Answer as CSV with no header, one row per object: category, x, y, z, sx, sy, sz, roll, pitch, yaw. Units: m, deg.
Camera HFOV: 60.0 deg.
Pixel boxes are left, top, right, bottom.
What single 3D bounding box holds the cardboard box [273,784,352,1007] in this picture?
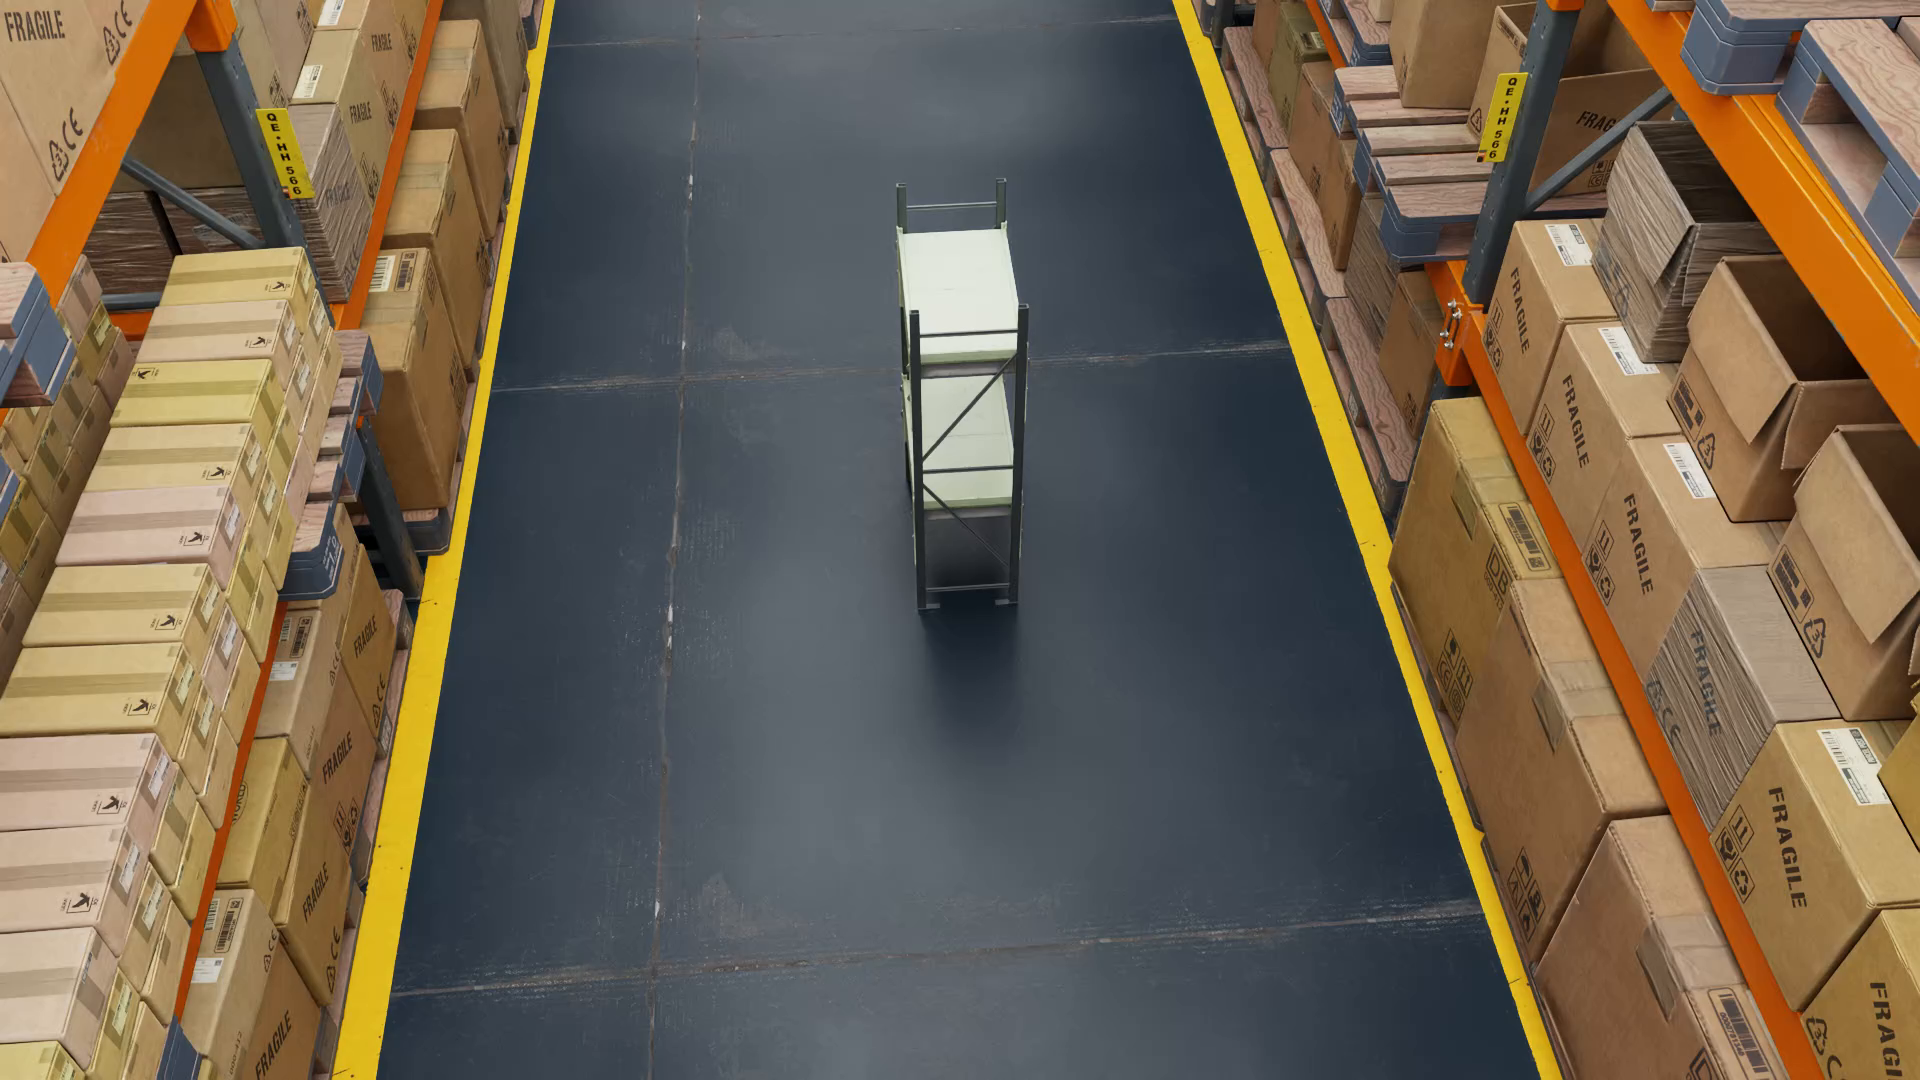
cardboard box,-2.245,1.133,5.180,0.500,0.500,0.500,-5,47,-5

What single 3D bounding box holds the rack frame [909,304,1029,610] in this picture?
rack frame,0.030,-0.256,6.096,0.400,1.500,0.023,-3,47,-3

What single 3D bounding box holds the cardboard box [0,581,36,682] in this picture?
cardboard box,-2.730,0.255,4.463,0.380,0.149,0.250,-2,47,-2

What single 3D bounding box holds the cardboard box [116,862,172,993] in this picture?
cardboard box,-1.993,0.863,3.682,0.380,0.149,0.250,-2,47,-2

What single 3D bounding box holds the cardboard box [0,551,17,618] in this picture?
cardboard box,-2.729,0.153,4.354,0.380,0.149,0.250,-3,47,-3

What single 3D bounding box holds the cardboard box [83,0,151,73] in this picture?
cardboard box,-2.360,-1.468,4.076,0.500,0.500,0.500,-3,47,-3

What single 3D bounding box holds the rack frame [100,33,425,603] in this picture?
rack frame,-2.661,-0.800,5.578,1.000,3.000,0.127,-3,47,-3

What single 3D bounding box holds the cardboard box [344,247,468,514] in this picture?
cardboard box,-2.622,-0.617,6.665,1.050,0.750,0.750,-4,47,-4

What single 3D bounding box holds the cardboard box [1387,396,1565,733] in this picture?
cardboard box,2.327,0.058,5.940,1.225,0.875,0.875,-5,47,-5

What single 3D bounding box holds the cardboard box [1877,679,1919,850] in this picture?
cardboard box,2.518,0.527,3.561,0.797,0.503,0.637,-3,47,-3

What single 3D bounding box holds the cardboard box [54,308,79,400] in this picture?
cardboard box,-2.790,-0.522,4.789,0.380,0.149,0.250,-5,47,-4

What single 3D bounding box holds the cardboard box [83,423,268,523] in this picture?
cardboard box,-2.096,-0.172,4.457,0.380,0.149,0.250,-2,47,-2

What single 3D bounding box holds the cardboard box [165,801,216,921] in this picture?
cardboard box,-2.015,0.778,3.967,0.380,0.149,0.250,-4,47,-4

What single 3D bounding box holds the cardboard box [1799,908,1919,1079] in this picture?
cardboard box,2.279,1.151,3.662,0.500,0.500,0.500,-2,47,-2

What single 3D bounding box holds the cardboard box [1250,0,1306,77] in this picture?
cardboard box,1.985,-2.769,8.861,0.700,0.500,0.500,-7,47,-6

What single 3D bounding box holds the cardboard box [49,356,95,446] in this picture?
cardboard box,-2.796,-0.402,4.881,0.380,0.149,0.250,-1,47,-1

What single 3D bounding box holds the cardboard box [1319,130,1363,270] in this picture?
cardboard box,2.101,-1.614,7.768,0.700,0.500,0.500,0,47,0

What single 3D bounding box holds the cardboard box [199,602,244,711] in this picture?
cardboard box,-2.056,0.302,4.213,0.380,0.149,0.250,-2,47,-2

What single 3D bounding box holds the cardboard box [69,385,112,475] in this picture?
cardboard box,-2.802,-0.328,5.015,0.380,0.149,0.250,-1,47,-1

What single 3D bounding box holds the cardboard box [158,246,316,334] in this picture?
cardboard box,-2.163,-0.736,4.992,0.380,0.149,0.250,-5,47,-5

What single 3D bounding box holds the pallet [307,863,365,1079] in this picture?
pallet,-2.498,1.605,5.221,1.003,0.211,1.213,-3,47,-3

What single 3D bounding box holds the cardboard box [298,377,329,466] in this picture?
cardboard box,-2.142,-0.350,5.035,0.380,0.149,0.250,-4,47,-3

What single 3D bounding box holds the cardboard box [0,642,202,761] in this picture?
cardboard box,-2.036,0.388,3.927,0.380,0.149,0.250,-2,47,-2

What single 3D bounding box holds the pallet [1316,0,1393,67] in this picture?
pallet,2.084,-2.392,7.218,1.003,0.211,1.213,-3,47,-3

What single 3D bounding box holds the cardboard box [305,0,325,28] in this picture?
cardboard box,-2.777,-2.241,6.185,0.700,0.500,0.500,-4,47,-4

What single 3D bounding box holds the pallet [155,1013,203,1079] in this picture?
pallet,-2.245,1.598,3.439,1.003,0.211,1.213,-3,47,-3

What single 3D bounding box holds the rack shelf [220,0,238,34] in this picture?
rack shelf,-2.828,-3.031,6.121,1.077,0.370,4.000,-3,47,-3

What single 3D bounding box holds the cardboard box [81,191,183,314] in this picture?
cardboard box,-2.966,-1.144,5.835,0.500,0.500,0.500,-3,47,-3

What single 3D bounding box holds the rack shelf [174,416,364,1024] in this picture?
rack shelf,-2.493,0.894,4.469,1.077,0.370,4.000,-3,47,-3

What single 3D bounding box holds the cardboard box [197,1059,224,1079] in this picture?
cardboard box,-2.172,1.615,4.207,0.500,0.250,0.500,-2,47,-2

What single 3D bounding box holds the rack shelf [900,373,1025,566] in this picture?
rack shelf,-0.001,-0.296,6.583,0.431,0.370,0.720,-3,47,-3

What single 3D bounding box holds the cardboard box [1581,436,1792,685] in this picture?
cardboard box,2.152,0.049,4.706,0.500,0.500,0.500,-4,47,-4

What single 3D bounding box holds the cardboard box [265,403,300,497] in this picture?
cardboard box,-2.117,-0.248,4.734,0.380,0.149,0.250,-2,47,-2

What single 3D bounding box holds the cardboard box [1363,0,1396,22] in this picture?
cardboard box,1.882,-2.317,6.818,0.396,0.266,0.258,-5,47,-4

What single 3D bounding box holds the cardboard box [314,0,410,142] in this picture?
cardboard box,-2.516,-1.908,6.559,0.500,0.500,0.500,-4,47,-3

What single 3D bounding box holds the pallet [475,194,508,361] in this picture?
pallet,-2.751,-1.297,7.969,1.003,0.211,1.213,-3,47,-3

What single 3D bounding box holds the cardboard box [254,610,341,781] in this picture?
cardboard box,-2.289,0.501,5.262,0.500,0.250,0.500,-3,47,-3

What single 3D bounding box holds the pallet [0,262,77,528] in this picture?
pallet,-2.361,-0.076,2.956,1.213,0.211,1.003,-3,47,-3

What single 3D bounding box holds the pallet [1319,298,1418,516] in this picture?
pallet,2.226,-0.635,7.343,1.003,0.211,1.213,-3,47,-3

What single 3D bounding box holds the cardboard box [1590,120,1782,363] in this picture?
cardboard box,2.335,-0.878,4.892,0.797,0.503,0.637,-2,47,-2

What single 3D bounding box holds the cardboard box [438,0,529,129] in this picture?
cardboard box,-2.854,-2.621,8.564,1.050,0.750,0.750,-4,47,-3

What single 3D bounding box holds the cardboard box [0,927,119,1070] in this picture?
cardboard box,-1.967,0.950,3.394,0.380,0.149,0.250,-4,47,-4

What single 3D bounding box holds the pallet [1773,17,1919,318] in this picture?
pallet,2.494,-0.724,3.570,1.003,0.211,1.213,-2,47,-1

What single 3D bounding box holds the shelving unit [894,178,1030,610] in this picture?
shelving unit,-0.001,-0.521,6.347,0.431,1.500,0.755,-3,47,-3

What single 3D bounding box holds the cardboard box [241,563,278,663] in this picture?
cardboard box,-2.079,0.212,4.504,0.380,0.149,0.250,-5,47,-5
